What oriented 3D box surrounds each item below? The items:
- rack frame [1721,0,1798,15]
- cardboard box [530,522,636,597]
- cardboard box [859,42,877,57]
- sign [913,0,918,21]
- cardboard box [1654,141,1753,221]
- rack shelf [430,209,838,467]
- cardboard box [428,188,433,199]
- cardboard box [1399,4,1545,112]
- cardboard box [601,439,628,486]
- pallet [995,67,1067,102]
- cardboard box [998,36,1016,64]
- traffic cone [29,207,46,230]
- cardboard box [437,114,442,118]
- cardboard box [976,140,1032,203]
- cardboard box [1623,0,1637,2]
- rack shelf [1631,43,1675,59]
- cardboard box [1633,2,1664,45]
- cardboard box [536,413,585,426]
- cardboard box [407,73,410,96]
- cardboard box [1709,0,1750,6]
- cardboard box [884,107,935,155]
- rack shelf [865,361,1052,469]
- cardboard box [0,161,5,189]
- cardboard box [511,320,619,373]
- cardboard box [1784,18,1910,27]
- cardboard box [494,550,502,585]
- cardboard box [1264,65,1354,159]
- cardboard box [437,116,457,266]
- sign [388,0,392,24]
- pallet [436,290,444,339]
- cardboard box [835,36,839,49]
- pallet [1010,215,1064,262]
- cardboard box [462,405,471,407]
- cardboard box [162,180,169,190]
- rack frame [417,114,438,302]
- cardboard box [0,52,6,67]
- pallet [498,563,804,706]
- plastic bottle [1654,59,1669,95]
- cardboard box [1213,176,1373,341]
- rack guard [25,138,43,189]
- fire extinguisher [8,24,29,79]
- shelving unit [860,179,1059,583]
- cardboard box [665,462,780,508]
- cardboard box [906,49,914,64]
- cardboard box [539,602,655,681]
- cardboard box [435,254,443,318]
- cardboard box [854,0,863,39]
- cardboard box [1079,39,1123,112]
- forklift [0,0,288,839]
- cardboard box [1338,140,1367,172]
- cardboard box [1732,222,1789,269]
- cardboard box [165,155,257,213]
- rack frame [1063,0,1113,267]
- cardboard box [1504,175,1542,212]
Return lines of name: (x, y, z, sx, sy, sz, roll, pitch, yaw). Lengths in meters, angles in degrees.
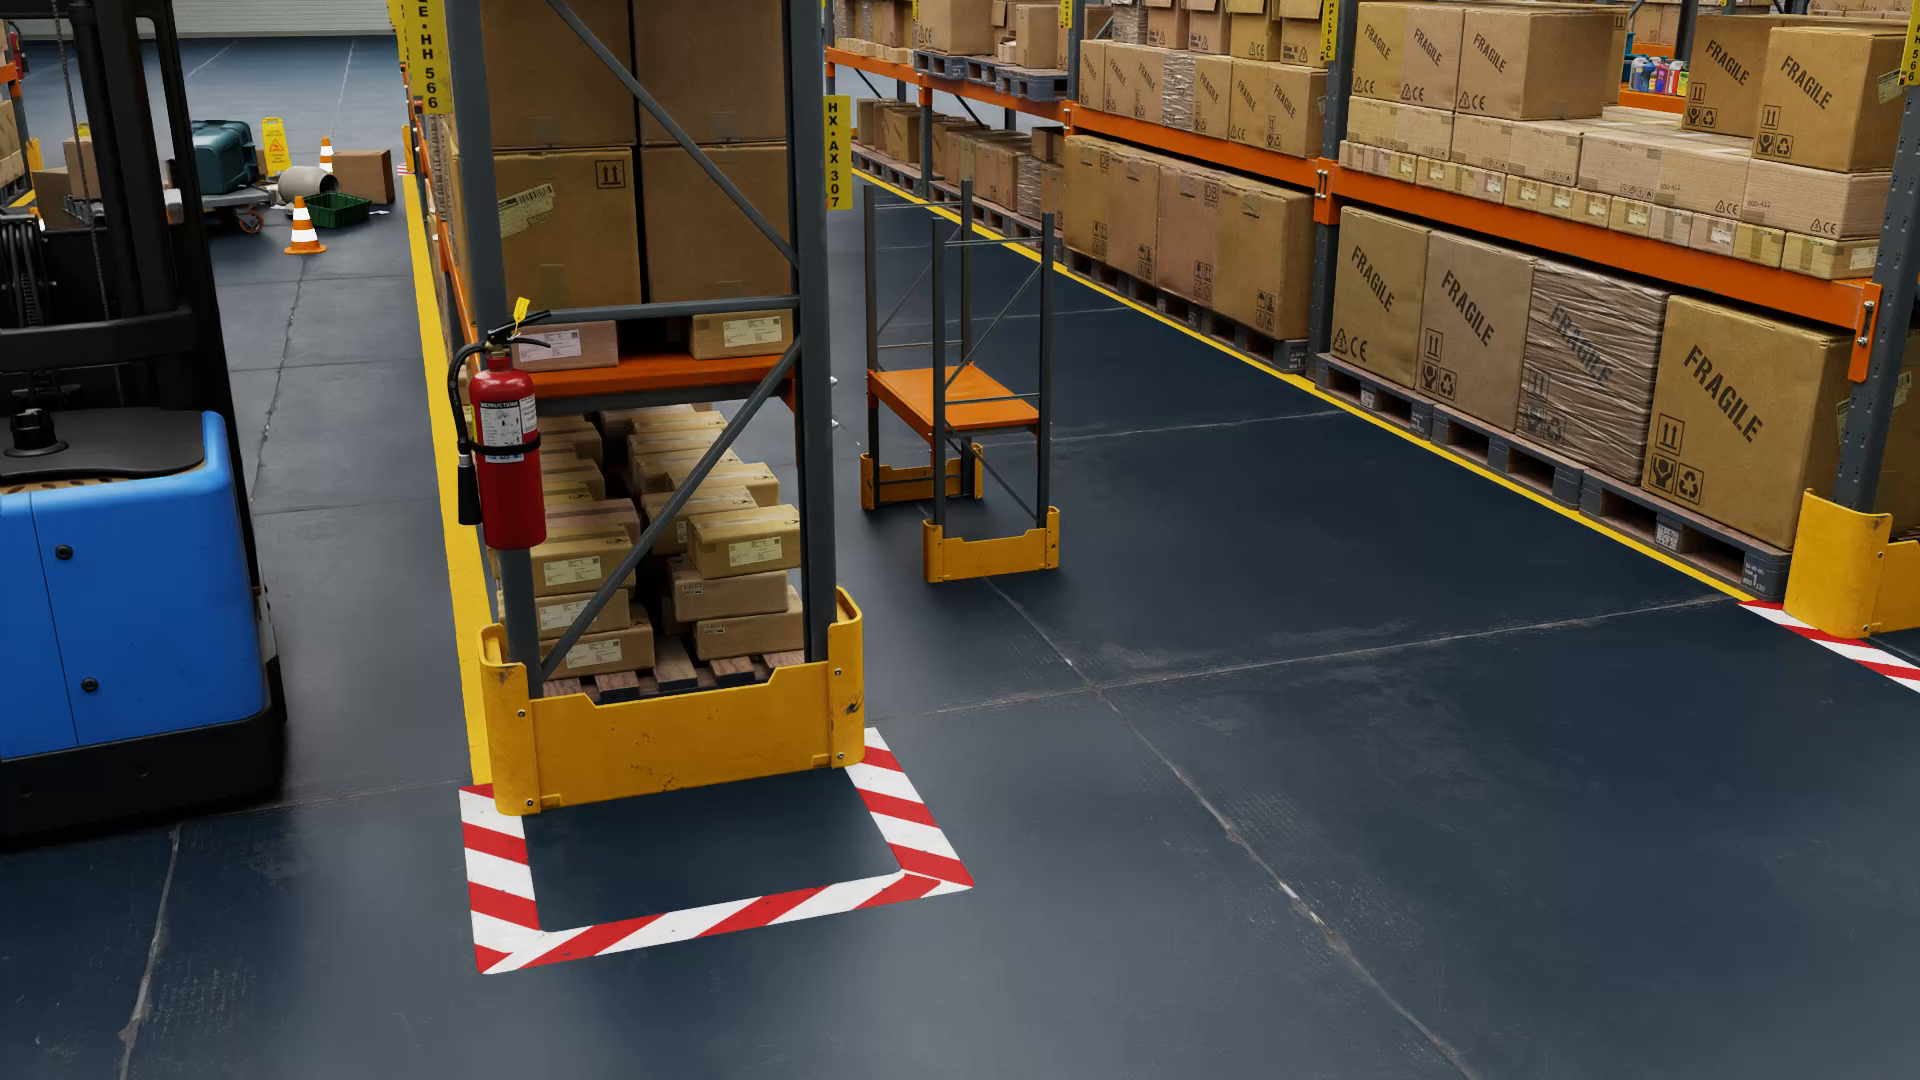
rack frame: (9.495, -6.053, 19.831, 1.000, 3.000, 0.127, -6, 21, -17)
cardboard box: (-1.286, 0.065, 5.515, 0.380, 0.149, 0.250, -6, 21, -17)
cardboard box: (-0.925, -5.559, 18.827, 0.380, 0.149, 0.250, -6, 21, -17)
sign: (-0.423, -5.349, 16.591, 0.100, 0.325, 0.005, -6, 21, -17)
cardboard box: (3.298, -1.510, 6.966, 0.500, 0.250, 0.500, -7, 21, -18)
rack shelf: (-1.508, -0.960, 6.715, 1.077, 0.370, 4.000, -6, 21, -17)
cardboard box: (-3.247, -2.188, 11.038, 0.500, 0.250, 0.500, -7, 21, -18)
cardboard box: (2.659, -2.517, 8.659, 0.500, 0.500, 0.500, -6, 21, -17)
cardboard box: (-1.345, -0.350, 7.110, 0.380, 0.149, 0.250, -5, 20, -15)
pallet: (1.022, -3.845, 13.968, 1.213, 0.211, 1.003, -6, 21, -17)
cardboard box: (0.566, -4.359, 14.692, 0.396, 0.266, 0.258, -7, 21, -19)
traffic cone: (-7.599, -2.506, 13.708, 0.336, 0.463, 0.334, -6, 21, -17)
cardboard box: (-1.590, -1.763, 5.820, 0.500, 0.500, 0.500, -5, 20, -14)
cardboard box: (0.571, -3.498, 15.766, 0.700, 0.500, 0.500, -8, 21, -22)
cardboard box: (8.722, -6.962, 21.256, 0.380, 0.149, 0.250, -6, 21, -15)
rack shelf: (8.866, -6.356, 21.740, 1.077, 0.370, 4.000, -6, 21, -17)
cardboard box: (9.024, -6.572, 21.128, 0.700, 0.500, 0.500, -6, 21, -16)
cardboard box: (-1.758, -0.439, 6.917, 0.380, 0.149, 0.250, -6, 21, -17)
cardboard box: (-4.267, -3.871, 13.609, 0.500, 0.500, 0.500, -6, 21, -16)
cardboard box: (9.206, -6.470, 19.884, 0.380, 0.149, 0.250, -6, 21, -17)
cardboard box: (-0.588, -4.713, 19.178, 0.500, 0.500, 0.500, -4, 20, -12)
rack shelf: (-0.027, -0.564, 7.300, 0.538, 0.185, 1.000, -6, 21, -17)
cardboard box: (-9.741, -3.571, 16.367, 0.500, 0.250, 0.500, -7, 21, -19)
cardboard box: (-1.250, -0.613, 5.056, 0.380, 0.149, 0.250, -6, 21, -17)
cardboard box: (3.810, -1.916, 6.987, 0.500, 0.500, 0.500, -7, 21, -19)
cardboard box: (-1.481, 0.042, 6.018, 0.380, 0.149, 0.250, -7, 21, -19)
cardboard box: (2.198, -2.603, 10.077, 0.500, 0.500, 0.500, -6, 21, -17)
cardboard box: (-1.590, -1.288, 5.976, 0.500, 0.500, 0.500, -6, 21, -17)
sign: (-5.177, -4.892, 15.202, 0.100, 0.325, 0.005, -6, 21, -17)
pallet: (-3.149, -1.660, 11.727, 1.003, 0.211, 1.213, -6, 21, -17)
cardboard box: (-1.304, -6.050, 20.195, 0.380, 0.149, 0.250, -6, 21, -17)
pallet: (1.103, -2.657, 14.501, 1.003, 0.211, 1.213, -6, 21, -17)
cardboard box: (-2.327, -0.645, 8.371, 0.380, 0.149, 0.250, -7, 21, -20)
cardboard box: (-8.246, -3.685, 17.456, 0.380, 0.149, 0.250, 4, 20, 11)
rack frame: (-3.393, -3.224, 11.954, 1.000, 3.000, 0.127, -6, 21, -17)
cardboard box: (-10.070, -4.947, 17.125, 0.380, 0.149, 0.250, -7, 21, -18)
pallet: (-1.125, 0.367, 6.082, 1.003, 0.211, 1.213, -6, 21, -17)
plastic bottle: (5.938, -3.906, 14.026, 0.061, 0.283, 0.133, -6, 21, -17)
cardboard box: (2.384, -1.835, 10.611, 1.225, 0.875, 0.875, -6, 21, -17)
rack guard: (-10.551, -4.032, 17.901, 1.175, 0.500, 0.348, -6, 21, -17)
fire extinguisher: (-10.174, -5.282, 17.798, 0.296, 0.674, 0.183, -6, 21, -17)
shelving unit: (-0.024, -0.730, 7.231, 0.587, 1.500, 1.083, -6, 21, -17)
cardboard box: (-0.880, -0.167, 6.159, 0.380, 0.149, 0.250, -6, 21, -17)
cardboard box: (-0.348, -5.089, 17.519, 0.380, 0.149, 0.250, -6, 21, -17)
cardboard box: (-1.242, 0.341, 5.626, 0.380, 0.149, 0.250, -6, 21, -16)
cardboard box: (-3.086, -1.665, 10.692, 0.500, 0.500, 0.500, -7, 21, -19)
cardboard box: (-0.750, -6.145, 19.500, 0.875, 0.500, 0.500, -6, 21, -17)
cardboard box: (1.241, -3.580, 12.799, 0.500, 0.500, 0.500, -6, 21, -16)
forklift: (-3.168, -0.949, 5.723, 1.130, 2.935, 3.031, -9, 21, -23)
cardboard box: (2.381, -2.186, 9.437, 0.380, 0.149, 0.250, -6, 21, -17)
cardboard box: (3.354, -1.195, 6.678, 0.380, 0.149, 0.250, -6, 21, -17)
cardboard box: (-7.318, -3.528, 16.292, 0.797, 0.637, 0.503, -6, 21, -17)
rack frame: (1.347, -3.718, 13.331, 1.000, 3.000, 0.127, -6, 21, -17)
cardboard box: (2.873, -1.686, 8.044, 0.380, 0.149, 0.250, -7, 21, -19)
